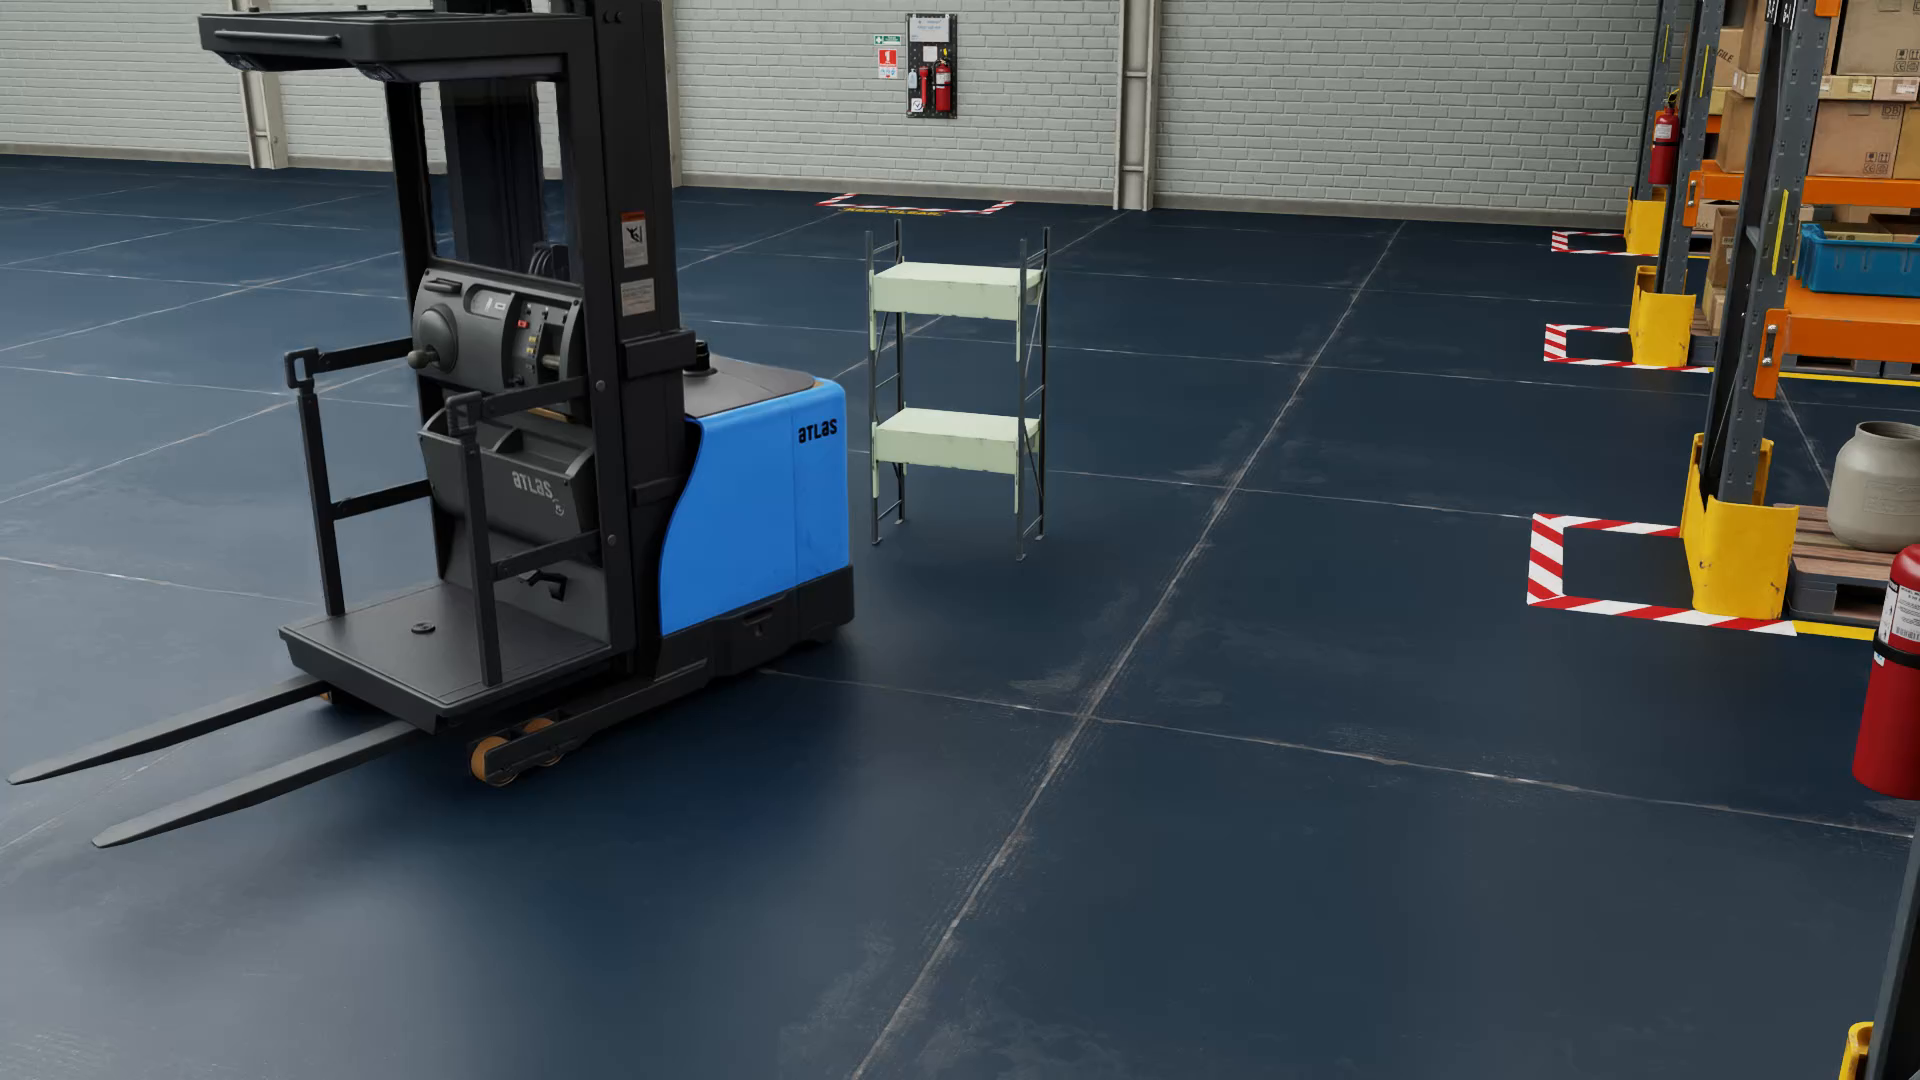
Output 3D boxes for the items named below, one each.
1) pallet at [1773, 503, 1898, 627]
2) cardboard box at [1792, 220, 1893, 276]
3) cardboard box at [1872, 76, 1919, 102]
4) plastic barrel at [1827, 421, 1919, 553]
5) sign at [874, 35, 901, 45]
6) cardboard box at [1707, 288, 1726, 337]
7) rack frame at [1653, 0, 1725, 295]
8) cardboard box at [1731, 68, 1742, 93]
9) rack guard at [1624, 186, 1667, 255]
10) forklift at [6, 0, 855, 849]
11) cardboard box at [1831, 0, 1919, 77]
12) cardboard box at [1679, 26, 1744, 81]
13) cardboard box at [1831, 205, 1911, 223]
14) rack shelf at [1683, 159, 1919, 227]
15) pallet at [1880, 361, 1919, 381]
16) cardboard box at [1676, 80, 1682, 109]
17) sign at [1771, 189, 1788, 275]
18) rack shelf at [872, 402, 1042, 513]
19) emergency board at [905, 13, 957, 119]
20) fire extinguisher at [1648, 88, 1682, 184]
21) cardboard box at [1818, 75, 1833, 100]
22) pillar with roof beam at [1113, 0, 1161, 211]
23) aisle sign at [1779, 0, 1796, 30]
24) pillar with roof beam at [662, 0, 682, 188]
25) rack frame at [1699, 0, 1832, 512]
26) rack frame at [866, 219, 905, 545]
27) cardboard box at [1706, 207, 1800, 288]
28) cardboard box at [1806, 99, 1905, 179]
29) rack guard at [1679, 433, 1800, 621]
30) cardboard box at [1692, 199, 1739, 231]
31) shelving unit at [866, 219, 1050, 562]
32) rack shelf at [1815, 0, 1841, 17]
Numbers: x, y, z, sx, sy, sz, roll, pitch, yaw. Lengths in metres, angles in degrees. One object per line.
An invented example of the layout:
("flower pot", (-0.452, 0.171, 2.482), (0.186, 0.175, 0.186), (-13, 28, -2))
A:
("pallet", (4.291, 0.139, 7.356), (1.213, 0.211, 1.003), (7, 20, 18))
("cardboard box", (5.974, -1.874, 11.294), (0.500, 0.500, 0.500), (7, 20, 18))
("cardboard box", (6.090, -2.961, 10.877), (0.250, 0.149, 0.380), (6, 20, 17))
("plastic barrel", (4.085, -0.237, 7.340), (0.421, 0.512, 0.421), (0, 19, 0))
("sign", (-0.842, -5.817, 19.347), (0.331, 0.109, 0.001), (7, 20, 18))
("cardboard box", (5.501, -1.573, 11.571), (0.500, 0.250, 0.500), (7, 20, 18))
("rack frame", (5.067, -2.800, 11.552), (0.127, 3.000, 1.000), (7, 20, 18))
("cardboard box", (5.491, -3.172, 11.481), (0.250, 0.149, 0.380), (6, 20, 17))
("rack guard", (6.761, -3.152, 16.360), (0.348, 0.500, 1.175), (7, 20, 18))
("forklift", (-1.776, -0.731, 5.719), (1.130, 2.935, 3.031), (16, 25, 38))
("cardboard box", (6.053, -3.345, 10.992), (0.500, 0.500, 0.700), (6, 20, 17))
("cardboard box", (7.204, -4.649, 15.913), (0.500, 0.500, 0.500), (6, 20, 17))
("cardboard box", (8.529, -3.109, 15.568), (0.500, 0.500, 0.700), (5, 20, 15))
("rack shelf", (6.957, -2.244, 11.051), (4.000, 0.370, 1.077), (7, 20, 18))
("pallet", (6.952, -1.282, 11.432), (1.213, 0.211, 1.003), (7, 20, 18))
("cardboard box", (7.195, -4.289, 16.021), (0.500, 0.250, 0.500), (7, 20, 19))
("sign", (3.254, -1.221, 6.600), (0.005, 0.325, 0.100), (7, 20, 18))
("rack shelf", (-0.006, -0.401, 7.939), (0.720, 0.370, 0.431), (7, 20, 18))
("emergency board", (-0.355, -5.461, 19.186), (0.643, 1.169, 0.194), (7, 20, 18))
("fire extinguisher", (5.108, -2.921, 12.016), (0.183, 0.674, 0.296), (7, 20, 18))
("cardboard box", (5.618, -3.017, 11.036), (0.250, 0.149, 0.380), (6, 20, 17))
("pillar with roof beam", (0.554, -6.677, 13.558), (0.400, 9.000, 9.100), (7, 20, 18))
("aisle sign", (3.274, -2.405, 6.468), (0.004, 0.787, 0.394), (7, 20, 18))
("pillar with roof beam", (-5.114, -7.325, 15.418), (0.400, 9.000, 9.100), (7, 20, 18))
("rack frame", (3.438, -1.260, 7.135), (0.127, 3.000, 1.000), (7, 20, 18))
("rack frame", (-0.352, -0.748, 7.945), (0.023, 1.500, 0.400), (7, 20, 18))
("cardboard box", (5.672, -2.089, 11.911), (0.500, 0.500, 0.500), (7, 20, 18))
("cardboard box", (6.002, -2.738, 11.221), (0.500, 0.500, 0.700), (7, 20, 19))
("rack guard", (3.525, -0.087, 7.565), (0.348, 0.500, 1.175), (7, 20, 18))
("cardboard box", (7.313, -3.176, 16.047), (0.500, 0.311, 0.500), (4, 20, 12))
("shelving unit", (-0.006, -0.709, 7.831), (0.755, 1.500, 0.431), (7, 20, 18))
("rack shelf", (5.327, -2.121, 6.140), (4.000, 0.370, 1.077), (7, 20, 18))
